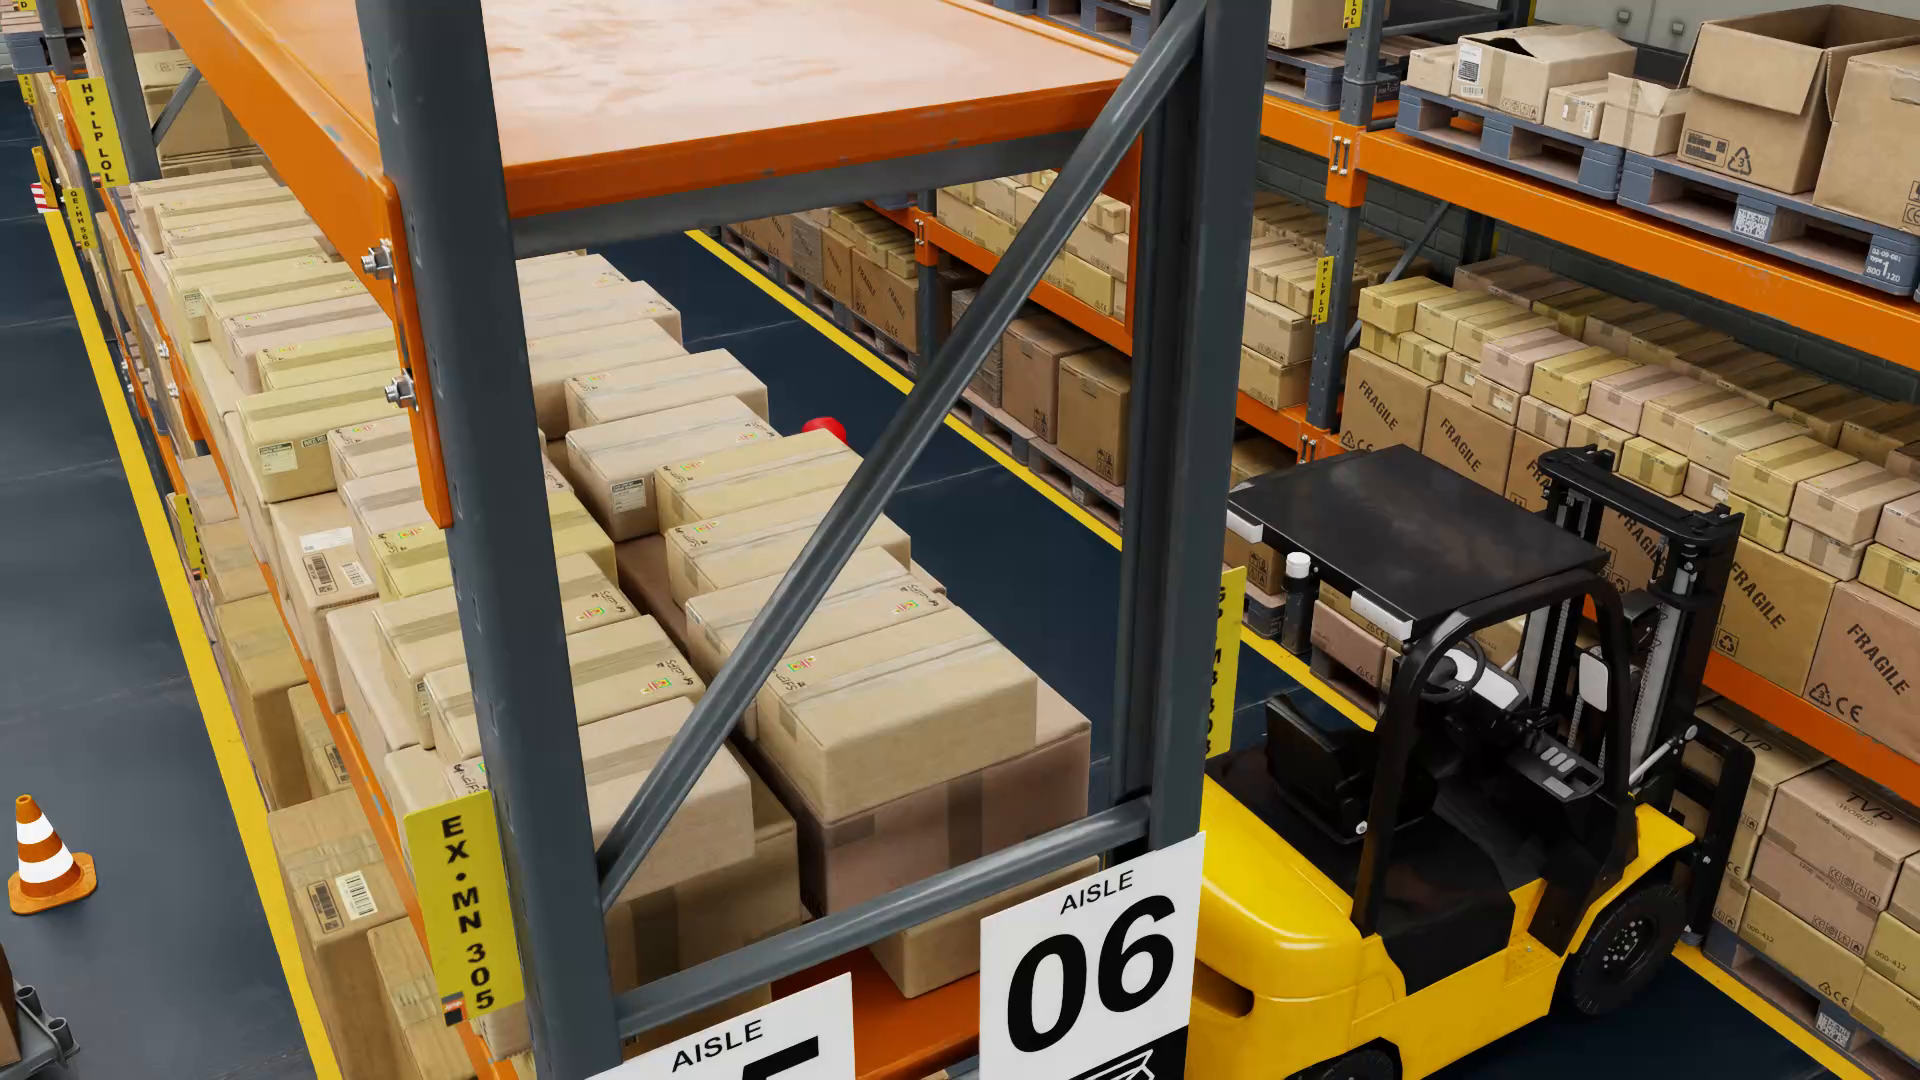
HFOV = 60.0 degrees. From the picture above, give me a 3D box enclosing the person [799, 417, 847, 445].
[{"bbox_3d":[-0.686,0.280,7.682,0.446,1.823,0.527,-15,32,-25],"label":"person"}]
